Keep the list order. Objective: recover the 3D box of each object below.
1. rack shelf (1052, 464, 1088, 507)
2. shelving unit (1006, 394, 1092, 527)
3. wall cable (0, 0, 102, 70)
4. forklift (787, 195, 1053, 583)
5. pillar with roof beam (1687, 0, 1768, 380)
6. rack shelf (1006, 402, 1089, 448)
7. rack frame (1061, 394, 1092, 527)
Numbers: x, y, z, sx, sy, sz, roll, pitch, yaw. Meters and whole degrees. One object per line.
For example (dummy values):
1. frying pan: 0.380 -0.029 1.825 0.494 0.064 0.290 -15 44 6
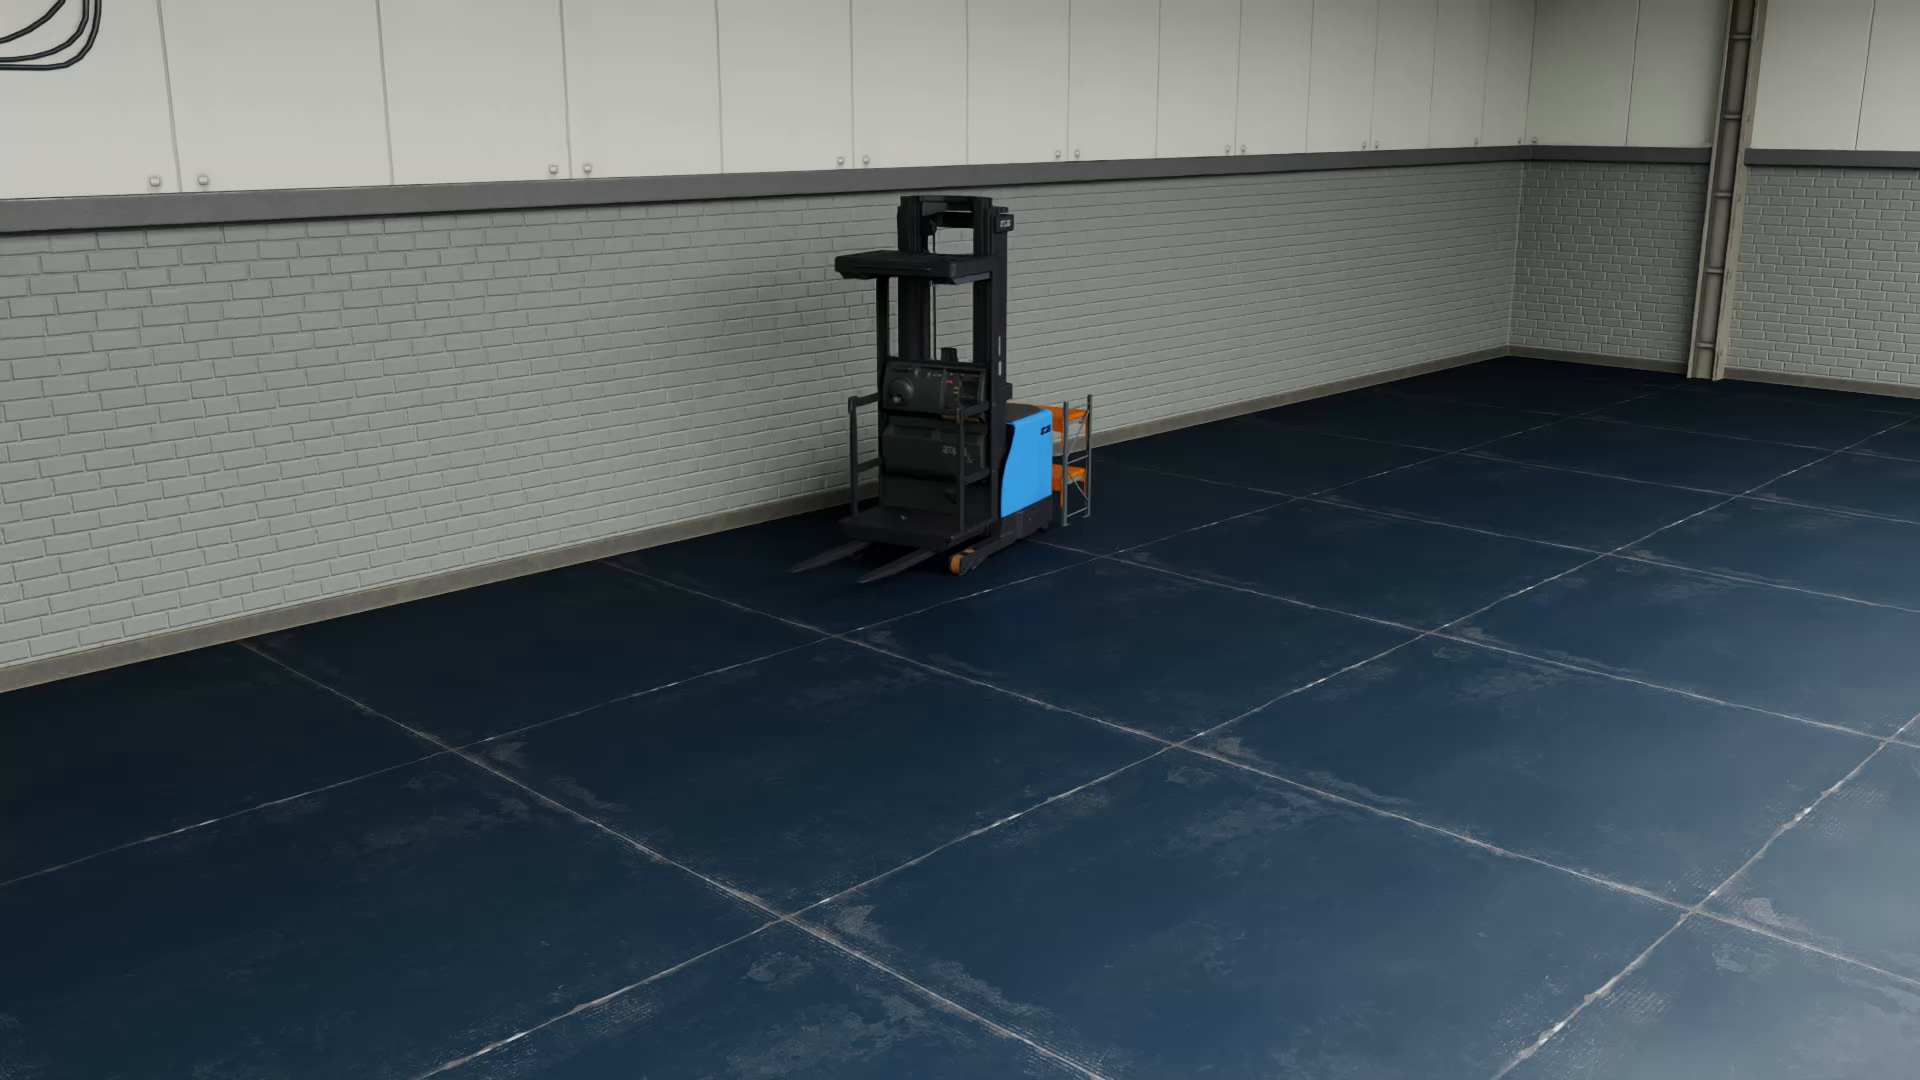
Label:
1. rack shelf: 0.620 -0.550 15.281 1.000 0.278 0.538 9 17 31
2. shelving unit: 0.620 -0.786 15.219 1.048 1.125 0.538 9 17 31
3. wall cable: -6.123 -5.012 9.077 0.169 6.003 2.305 14 20 42
4. forklift: -0.310 -1.264 13.469 1.130 2.935 3.031 8 16 27
5. pillar with roof beam: 7.355 -5.827 18.948 0.400 9.000 9.100 14 20 42
6. rack shelf: 0.620 -1.070 15.146 1.000 0.278 0.538 9 17 31
7. rack frame: 1.053 -0.719 14.961 0.032 1.125 0.500 9 17 31
